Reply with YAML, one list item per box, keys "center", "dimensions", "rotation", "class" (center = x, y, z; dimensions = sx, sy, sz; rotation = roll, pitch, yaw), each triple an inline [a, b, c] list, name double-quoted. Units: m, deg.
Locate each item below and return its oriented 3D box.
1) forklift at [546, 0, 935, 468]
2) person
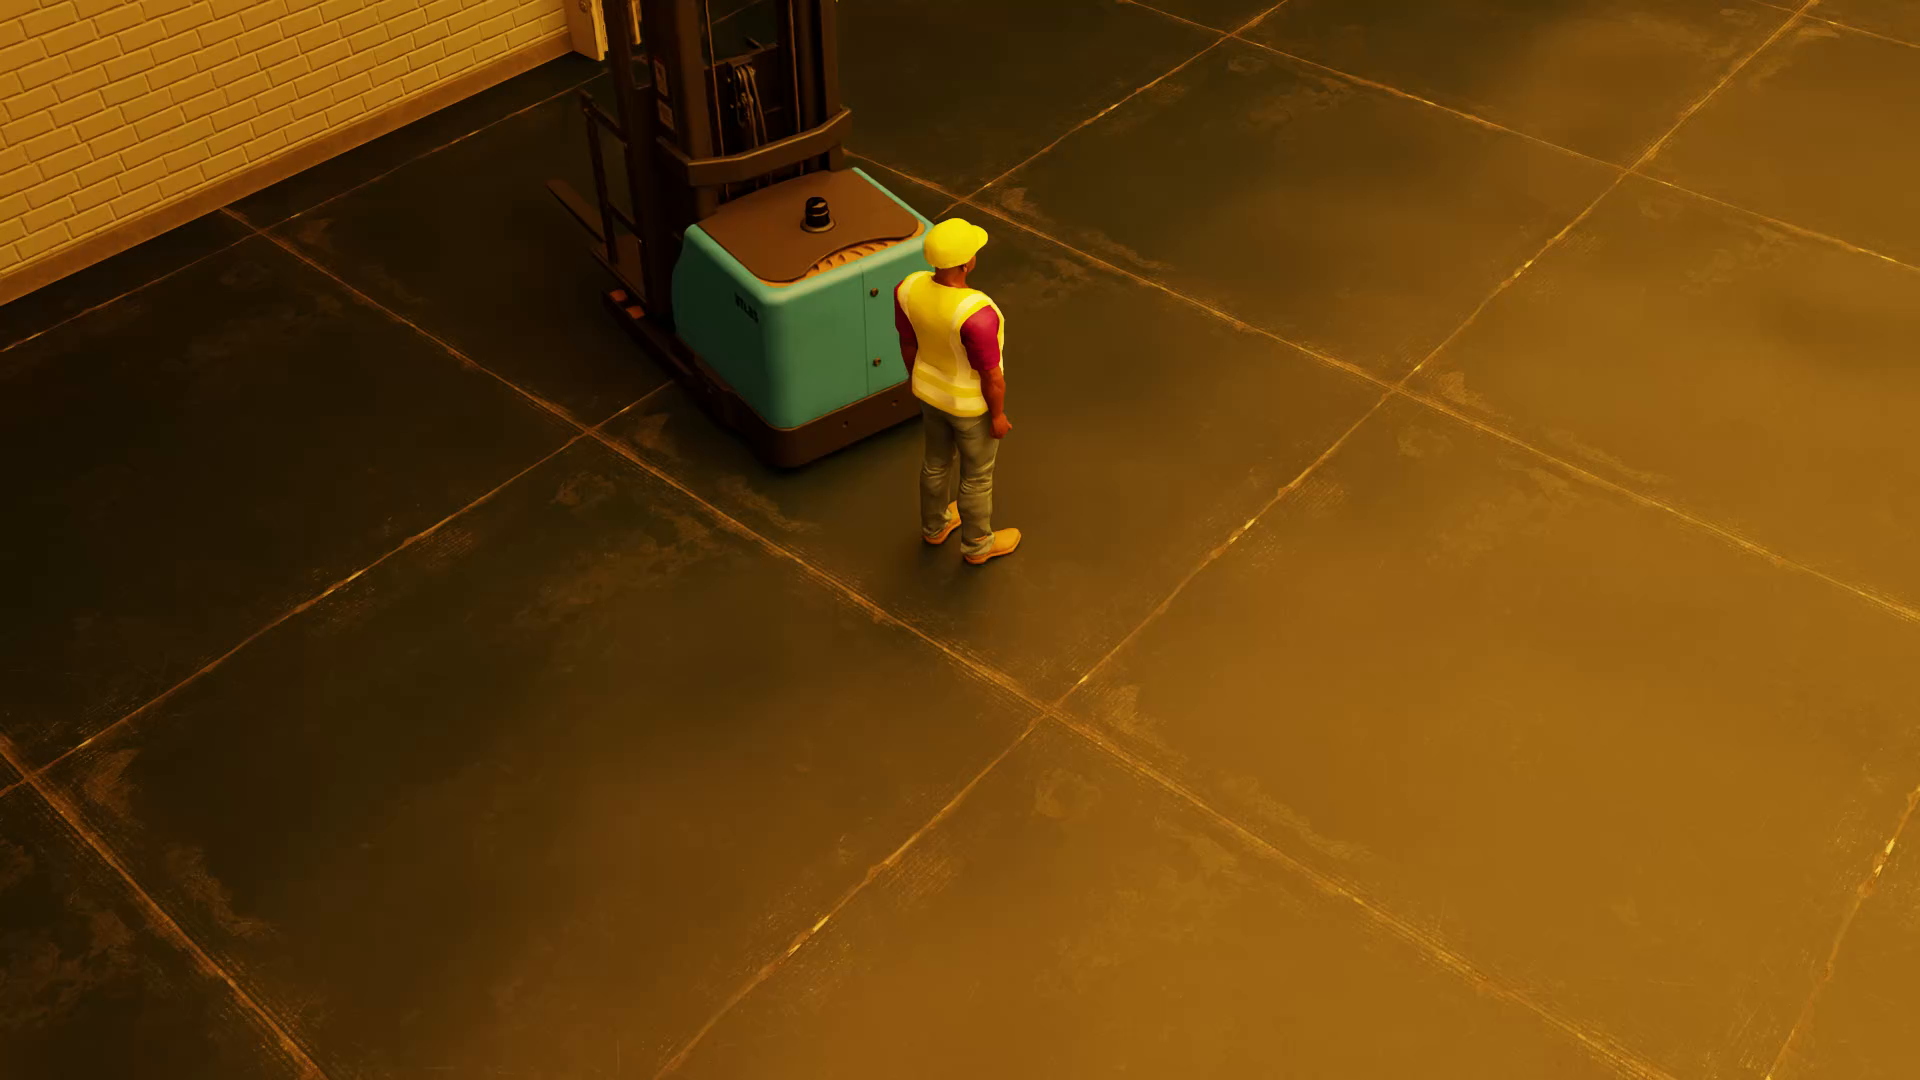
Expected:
- center: [-1.337, -2.390, 8.412]
  dimensions: [1.130, 2.935, 3.031]
  rotation: [-26, 48, -26]
  class: "forklift"
- center: [-0.003, -0.655, 7.363]
  dimensions: [0.556, 1.770, 0.395]
  rotation: [29, 50, 29]
  class: "person"
